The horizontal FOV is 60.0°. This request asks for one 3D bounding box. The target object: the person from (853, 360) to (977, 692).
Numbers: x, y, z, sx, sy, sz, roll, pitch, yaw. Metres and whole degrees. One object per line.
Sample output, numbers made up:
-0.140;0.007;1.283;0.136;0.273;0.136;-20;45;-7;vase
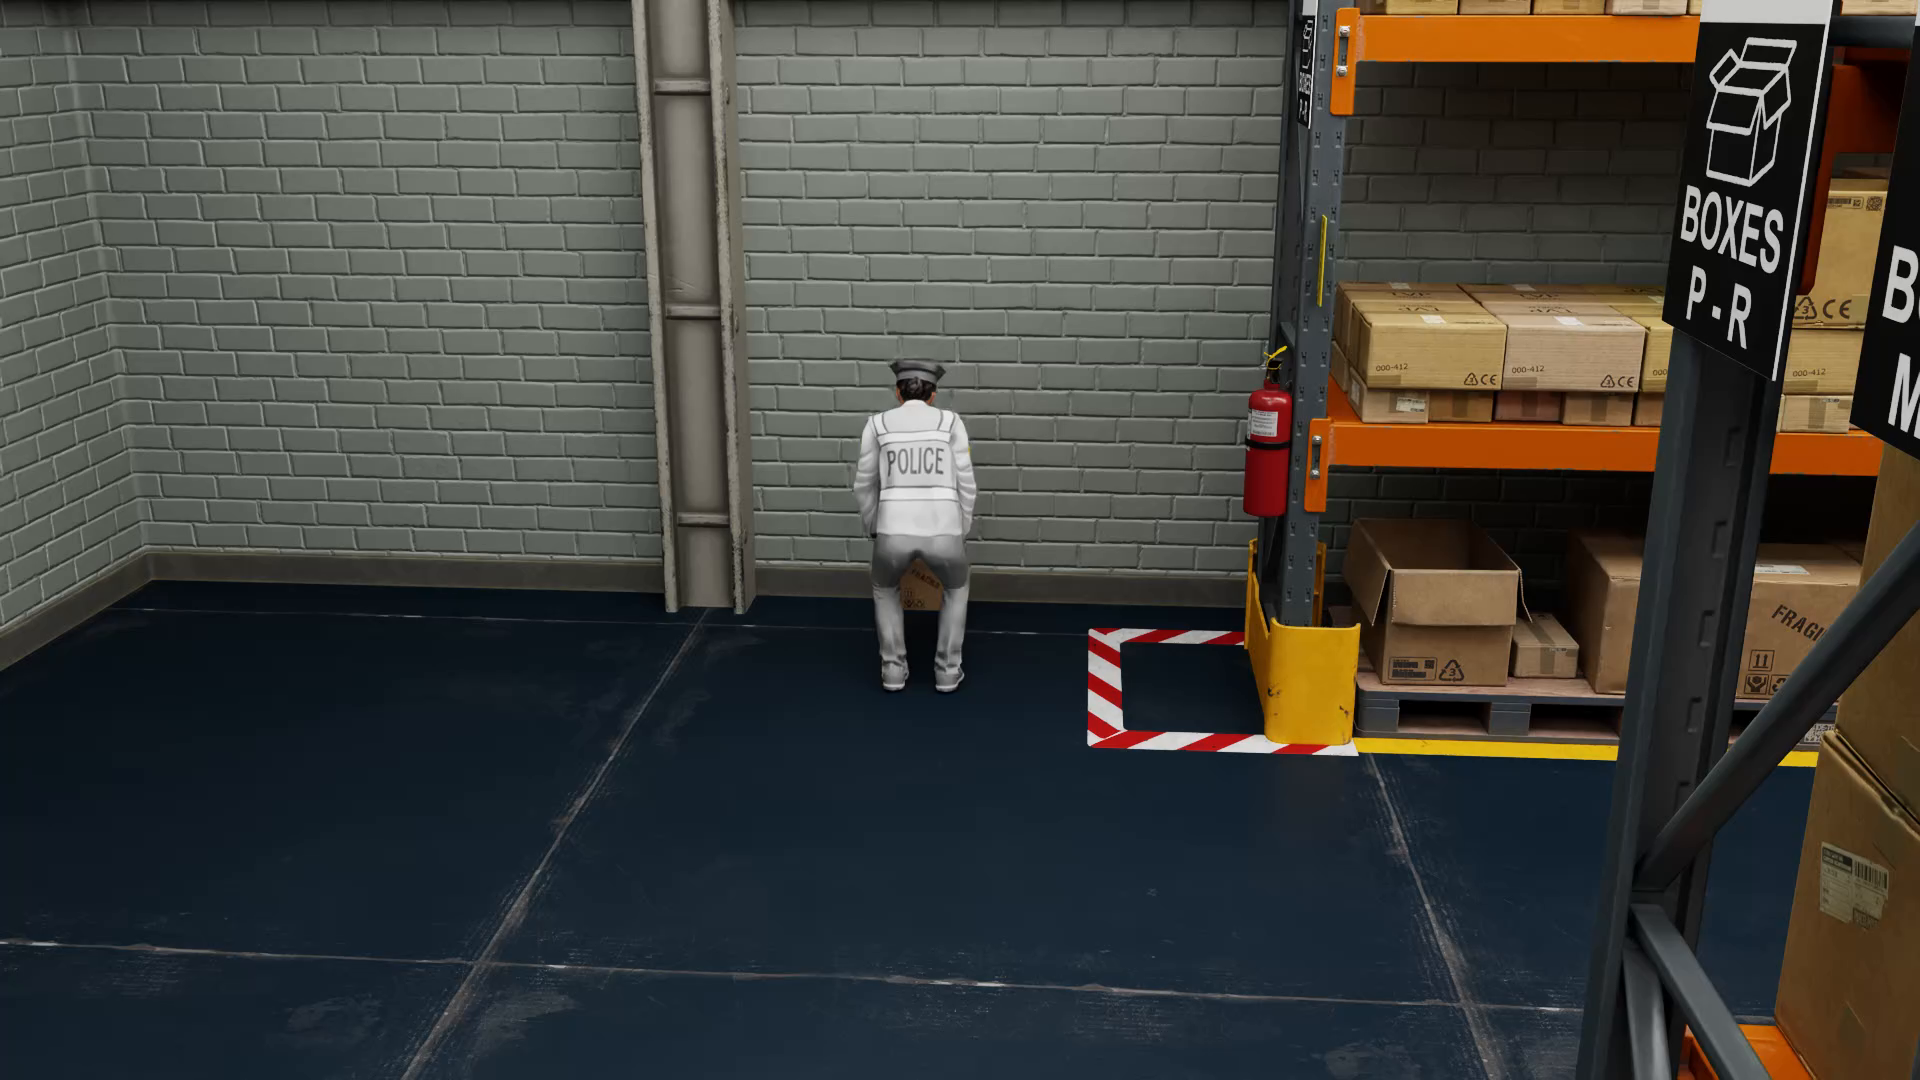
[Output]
-0.198;-0.057;7.175;0.535;1.404;0.691;1;18;4;person
